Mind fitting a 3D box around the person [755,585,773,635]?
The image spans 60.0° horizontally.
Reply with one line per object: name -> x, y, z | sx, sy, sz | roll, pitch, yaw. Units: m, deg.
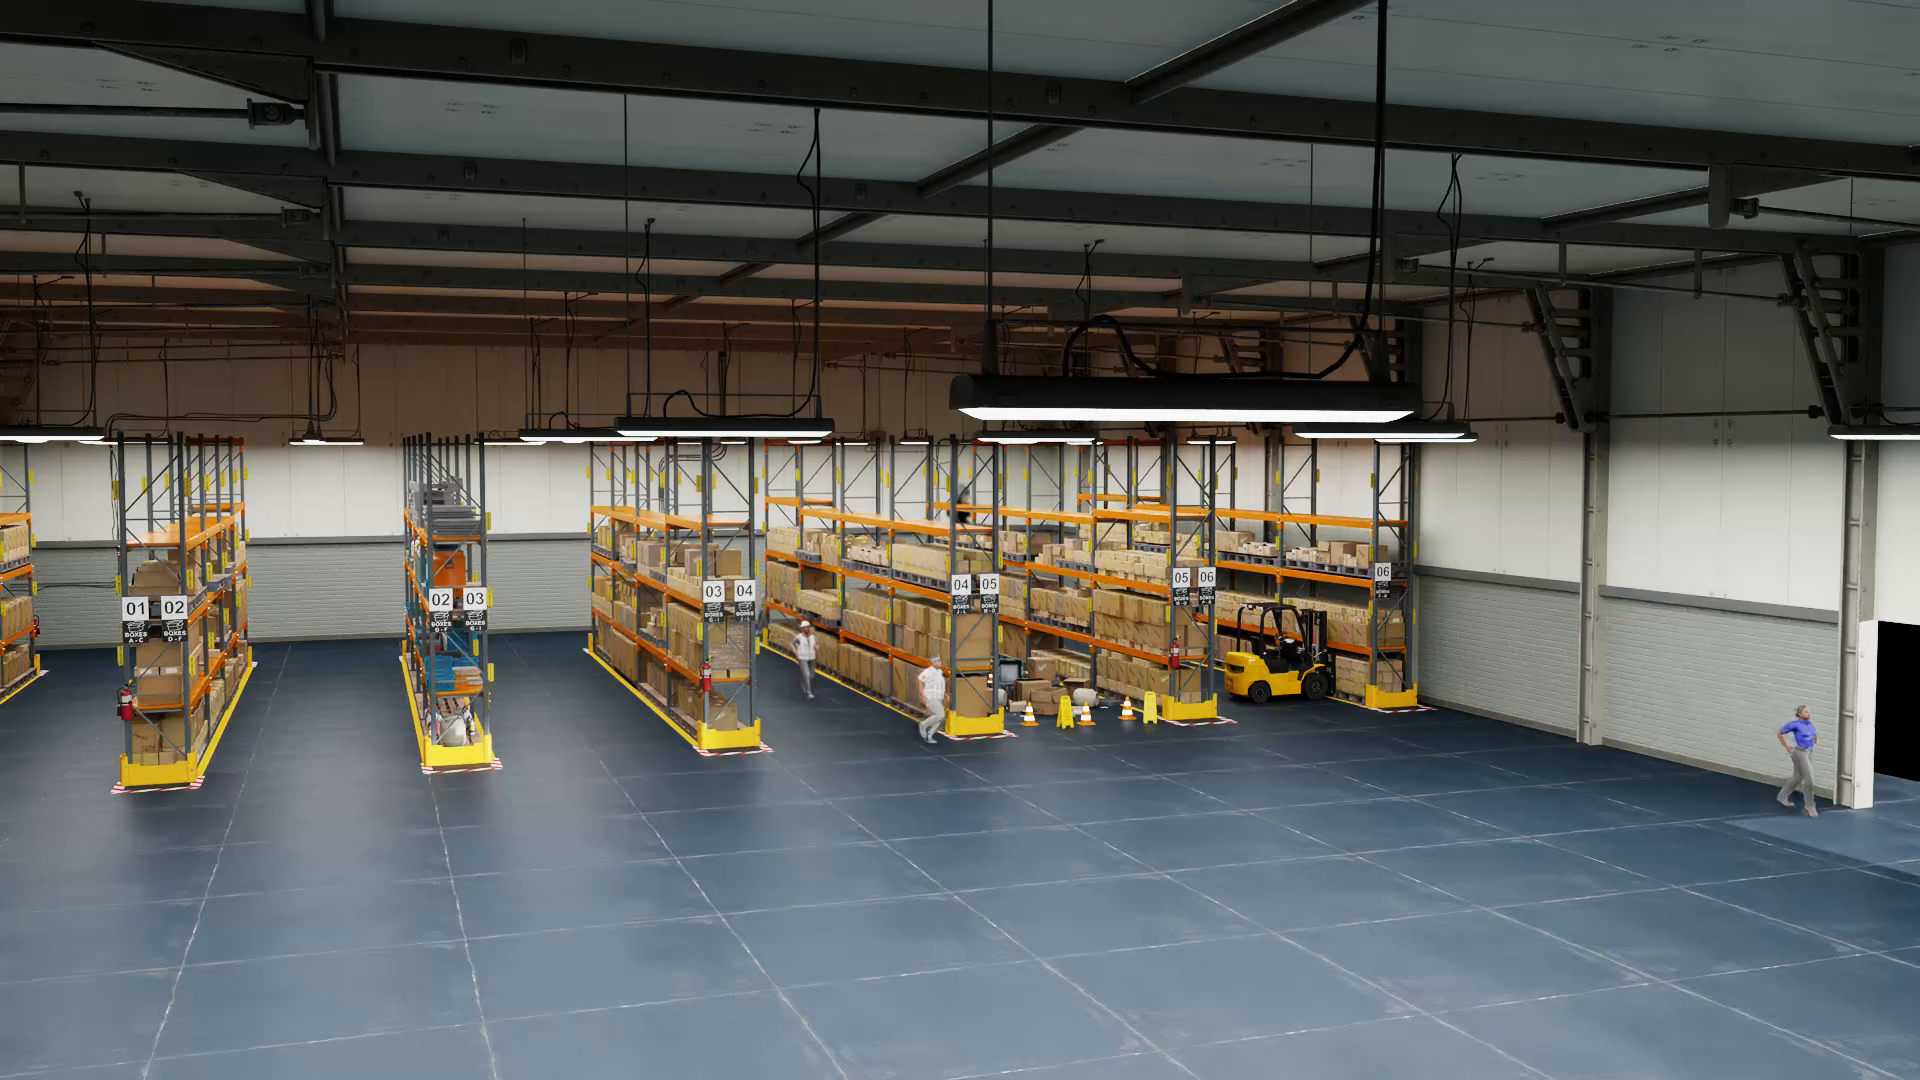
person -> -5.800, 2.061, 49.535 | 0.675, 1.565, 0.617 | -1, 3, -22

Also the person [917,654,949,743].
person -> -0.454, 3.074, 32.352 | 0.539, 1.707, 0.700 | 2, 4, 31

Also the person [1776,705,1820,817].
person -> 13.244, 3.456, 26.140 | 0.630, 1.718, 0.754 | -2, 4, -36

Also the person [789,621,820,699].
person -> -3.525, 2.726, 38.054 | 0.666, 1.750, 0.930 | -2, 4, -31
